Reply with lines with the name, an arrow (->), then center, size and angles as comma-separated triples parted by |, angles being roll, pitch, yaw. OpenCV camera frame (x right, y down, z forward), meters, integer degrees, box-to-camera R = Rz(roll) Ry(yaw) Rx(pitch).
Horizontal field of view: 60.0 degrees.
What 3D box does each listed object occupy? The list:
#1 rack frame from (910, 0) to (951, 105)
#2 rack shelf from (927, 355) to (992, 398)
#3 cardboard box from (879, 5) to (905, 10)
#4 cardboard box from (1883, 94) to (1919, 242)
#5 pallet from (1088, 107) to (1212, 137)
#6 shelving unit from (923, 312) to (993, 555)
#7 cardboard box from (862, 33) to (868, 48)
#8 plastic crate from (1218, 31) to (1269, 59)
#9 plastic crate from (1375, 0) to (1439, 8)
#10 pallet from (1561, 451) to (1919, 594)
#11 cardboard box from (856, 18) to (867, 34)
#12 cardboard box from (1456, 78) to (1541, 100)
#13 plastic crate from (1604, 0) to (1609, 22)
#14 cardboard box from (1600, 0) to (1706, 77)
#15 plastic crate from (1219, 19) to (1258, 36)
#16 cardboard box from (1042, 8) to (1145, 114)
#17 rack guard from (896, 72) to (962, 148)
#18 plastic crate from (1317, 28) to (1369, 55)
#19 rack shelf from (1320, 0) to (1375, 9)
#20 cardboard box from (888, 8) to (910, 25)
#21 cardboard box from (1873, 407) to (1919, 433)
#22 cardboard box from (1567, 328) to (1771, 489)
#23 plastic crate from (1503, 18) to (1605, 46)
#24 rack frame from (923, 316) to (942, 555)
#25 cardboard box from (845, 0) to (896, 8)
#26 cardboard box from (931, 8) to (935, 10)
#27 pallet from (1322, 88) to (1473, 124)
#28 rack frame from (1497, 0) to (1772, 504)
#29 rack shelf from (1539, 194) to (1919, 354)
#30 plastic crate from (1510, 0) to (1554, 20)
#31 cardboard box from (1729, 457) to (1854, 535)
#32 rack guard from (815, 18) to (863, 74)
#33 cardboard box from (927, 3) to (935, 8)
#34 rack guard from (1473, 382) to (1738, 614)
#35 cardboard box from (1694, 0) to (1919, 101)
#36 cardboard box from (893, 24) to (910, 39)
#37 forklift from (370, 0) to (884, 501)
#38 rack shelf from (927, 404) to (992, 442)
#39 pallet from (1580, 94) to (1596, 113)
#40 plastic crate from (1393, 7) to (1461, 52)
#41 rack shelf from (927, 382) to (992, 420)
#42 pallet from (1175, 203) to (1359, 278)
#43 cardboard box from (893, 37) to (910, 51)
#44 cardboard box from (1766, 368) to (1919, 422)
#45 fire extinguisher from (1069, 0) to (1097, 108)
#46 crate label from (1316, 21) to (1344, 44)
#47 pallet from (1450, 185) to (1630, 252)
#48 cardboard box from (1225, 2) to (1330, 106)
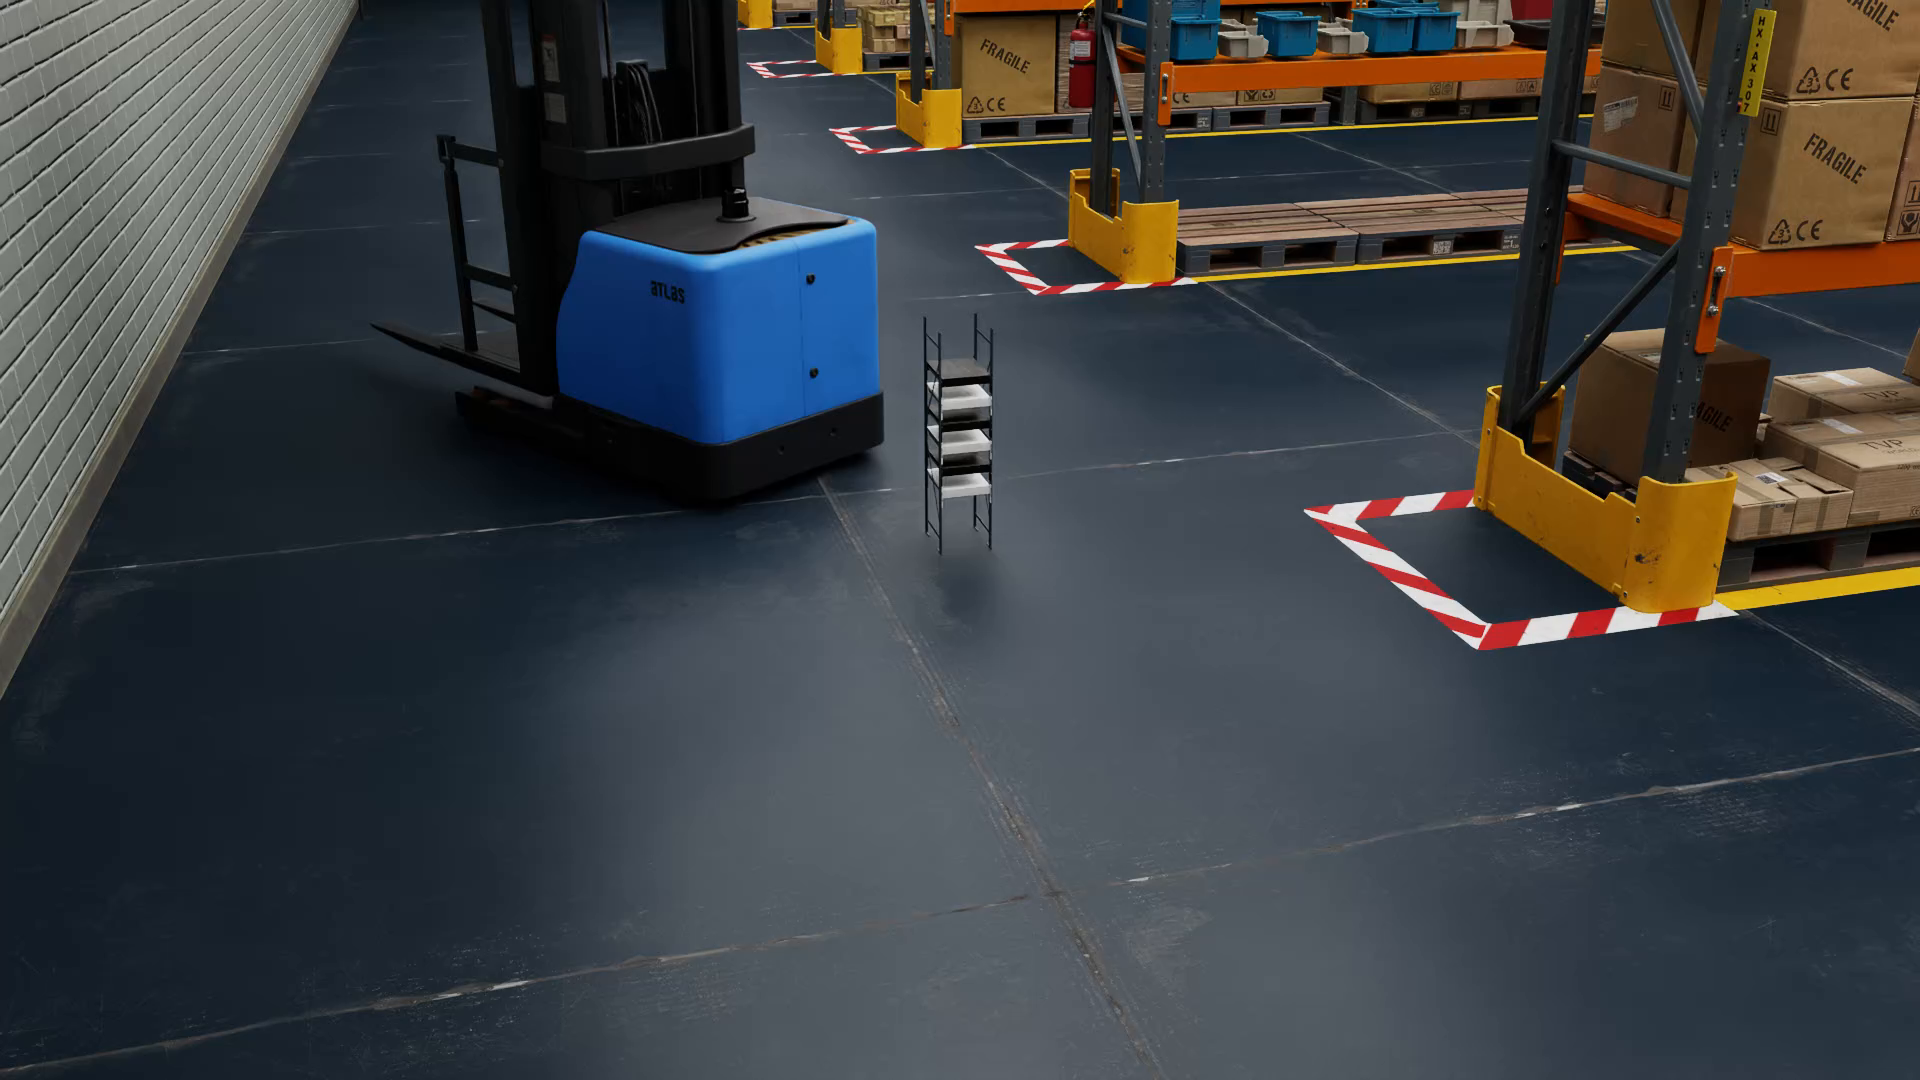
rack frame -> -0.271, -5.098, 14.745 | 0.127, 3.000, 1.000 | -6, 24, -14
rack shelf -> -0.008, -0.630, 6.395 | 0.200, 0.077, 0.258 | -6, 24, -14
cardboard box -> -0.814, -6.306, 19.888 | 0.250, 0.149, 0.380 | -6, 24, -13
cardboard box -> 3.395, -1.387, 5.969 | 0.500, 0.500, 0.500 | -7, 24, -15
pallet -> 1.651, -4.060, 15.862 | 1.213, 0.211, 1.003 | -6, 24, -14
shelving unit -> -0.008, -0.413, 6.488 | 0.210, 0.900, 0.258 | -6, 24, -14
cardboard box -> -1.063, -6.010, 19.953 | 0.250, 0.149, 0.380 | -6, 24, -13
plastic crate -> 1.725, -3.028, 10.179 | 0.298, 0.136, 0.250 | -6, 24, -14
plastic crate -> 2.975, -3.484, 11.120 | 0.300, 0.233, 0.416 | -6, 24, -14
pallet -> 3.242, -0.148, 6.746 | 1.213, 0.211, 1.003 | -6, 24, -14
cardboard box -> -1.082, -6.176, 19.963 | 0.250, 0.149, 0.380 | -7, 24, -16
cardboard box -> 5.052, -4.912, 16.473 | 0.875, 0.875, 1.225 | -7, 24, -16
plastic crate -> 4.561, -3.485, 10.929 | 0.575, 0.384, 0.392 | -6, 24, -14
cardboard box -> 2.756, -1.994, 6.116 | 0.500, 0.500, 0.500 | -7, 24, -15
plastic crate -> 1.804, -3.280, 10.765 | 0.243, 0.136, 0.396 | -6, 24, -14
cardboard box -> 1.200, -4.510, 15.537 | 0.875, 0.875, 0.875 | -6, 24, -14
rack guard -> -0.294, -3.947, 15.232 | 0.348, 0.500, 1.175 | -6, 24, -14
plastic crate -> 2.378, -3.100, 10.347 | 0.298, 0.136, 0.250 | -6, 24, -14
rack shelf -> 5.506, -5.406, 16.376 | 4.000, 0.370, 1.077 | -6, 24, -14
cardboard box -> -0.684, -6.150, 19.525 | 0.250, 0.149, 0.380 | -6, 24, -13
cardboard box -> 3.965, -0.332, 6.566 | 0.500, 0.250, 0.500 | -6, 24, -14
cardboard box -> 2.859, -0.541, 6.738 | 0.500, 0.500, 0.500 | -6, 24, -14
plastic crate -> 3.913, -3.324, 10.882 | 0.590, 0.125, 0.437 | -6, 24, -14
rack frame -> -0.106, -0.402, 6.463 | 0.006, 0.900, 0.240 | -6, 24, -14
cardboard box -> -1.460, -8.085, 24.423 | 0.875, 0.438, 0.875 | -6, 24, -13
cardboard box -> -0.190, -6.186, 19.609 | 0.250, 0.149, 0.380 | -8, 24, -17
pallet -> 4.303, -4.353, 16.546 | 1.213, 0.211, 1.003 | -6, 24, -14
rack frame -> 2.402, -1.337, 5.979 | 0.127, 3.000, 1.000 | -6, 24, -14
rack shelf -> 4.327, -1.219, 6.617 | 4.000, 0.370, 1.077 | -6, 24, -14
plastic crate -> 3.991, -3.701, 11.331 | 0.583, 0.464, 0.402 | -6, 24, -14
cardboard box -> 3.138, -0.177, 6.313 | 0.250, 0.166, 0.380 | -6, 24, -14
rack guard -> -1.440, -5.851, 19.670 | 0.348, 0.500, 1.175 | -6, 24, -14
cardboard box -> -0.333, -6.385, 20.073 | 0.250, 0.149, 0.380 | -7, 24, -16
rack guard -> 2.475, -0.196, 6.490 | 0.348, 0.500, 1.175 | -6, 24, -14
cardboard box -> 2.900, -1.789, 5.639 | 0.500, 0.500, 0.500 | -6, 24, -13
cardboard box -> -0.660, -5.977, 19.500 | 0.250, 0.149, 0.380 | -6, 24, -15
forklift -> -1.772, -1.984, 7.574 | 3.031, 2.935, 1.130 | 20, 30, 38
rack shelf -> -0.008, -0.465, 6.466 | 0.200, 0.077, 0.258 | -6, 24, -14
pallet -> 6.653, -4.613, 17.152 | 1.213, 0.211, 1.003 | -6, 24, -14
plastic crate -> 2.951, -3.242, 10.555 | 0.300, 0.233, 0.416 | -6, 24, -14
rack shelf -> -0.008, -0.547, 6.431 | 0.200, 0.077, 0.258 | -6, 24, -14
pallet -> 1.872, -2.009, 11.083 | 1.213, 0.211, 1.003 | -6, 24, -14
cardboard box -> -0.692, -5.868, 19.622 | 0.250, 0.149, 0.380 | -6, 24, -15
cardboard box -> 3.781, -0.516, 6.996 | 0.500, 0.250, 0.500 | -6, 24, -14
fire extinguisher -> 0.799, -3.167, 10.816 | 0.183, 0.674, 0.296 | -6, 24, -14
crate label -> 2.348, -3.344, 10.915 | 0.243, 0.136, 0.396 | -6, 24, -14
pallet -> 4.221, -2.269, 11.688 | 1.213, 0.211, 1.003 | -6, 24, -14
cardboard box -> 2.924, -4.701, 15.981 | 0.875, 0.875, 0.875 | -6, 24, -14
